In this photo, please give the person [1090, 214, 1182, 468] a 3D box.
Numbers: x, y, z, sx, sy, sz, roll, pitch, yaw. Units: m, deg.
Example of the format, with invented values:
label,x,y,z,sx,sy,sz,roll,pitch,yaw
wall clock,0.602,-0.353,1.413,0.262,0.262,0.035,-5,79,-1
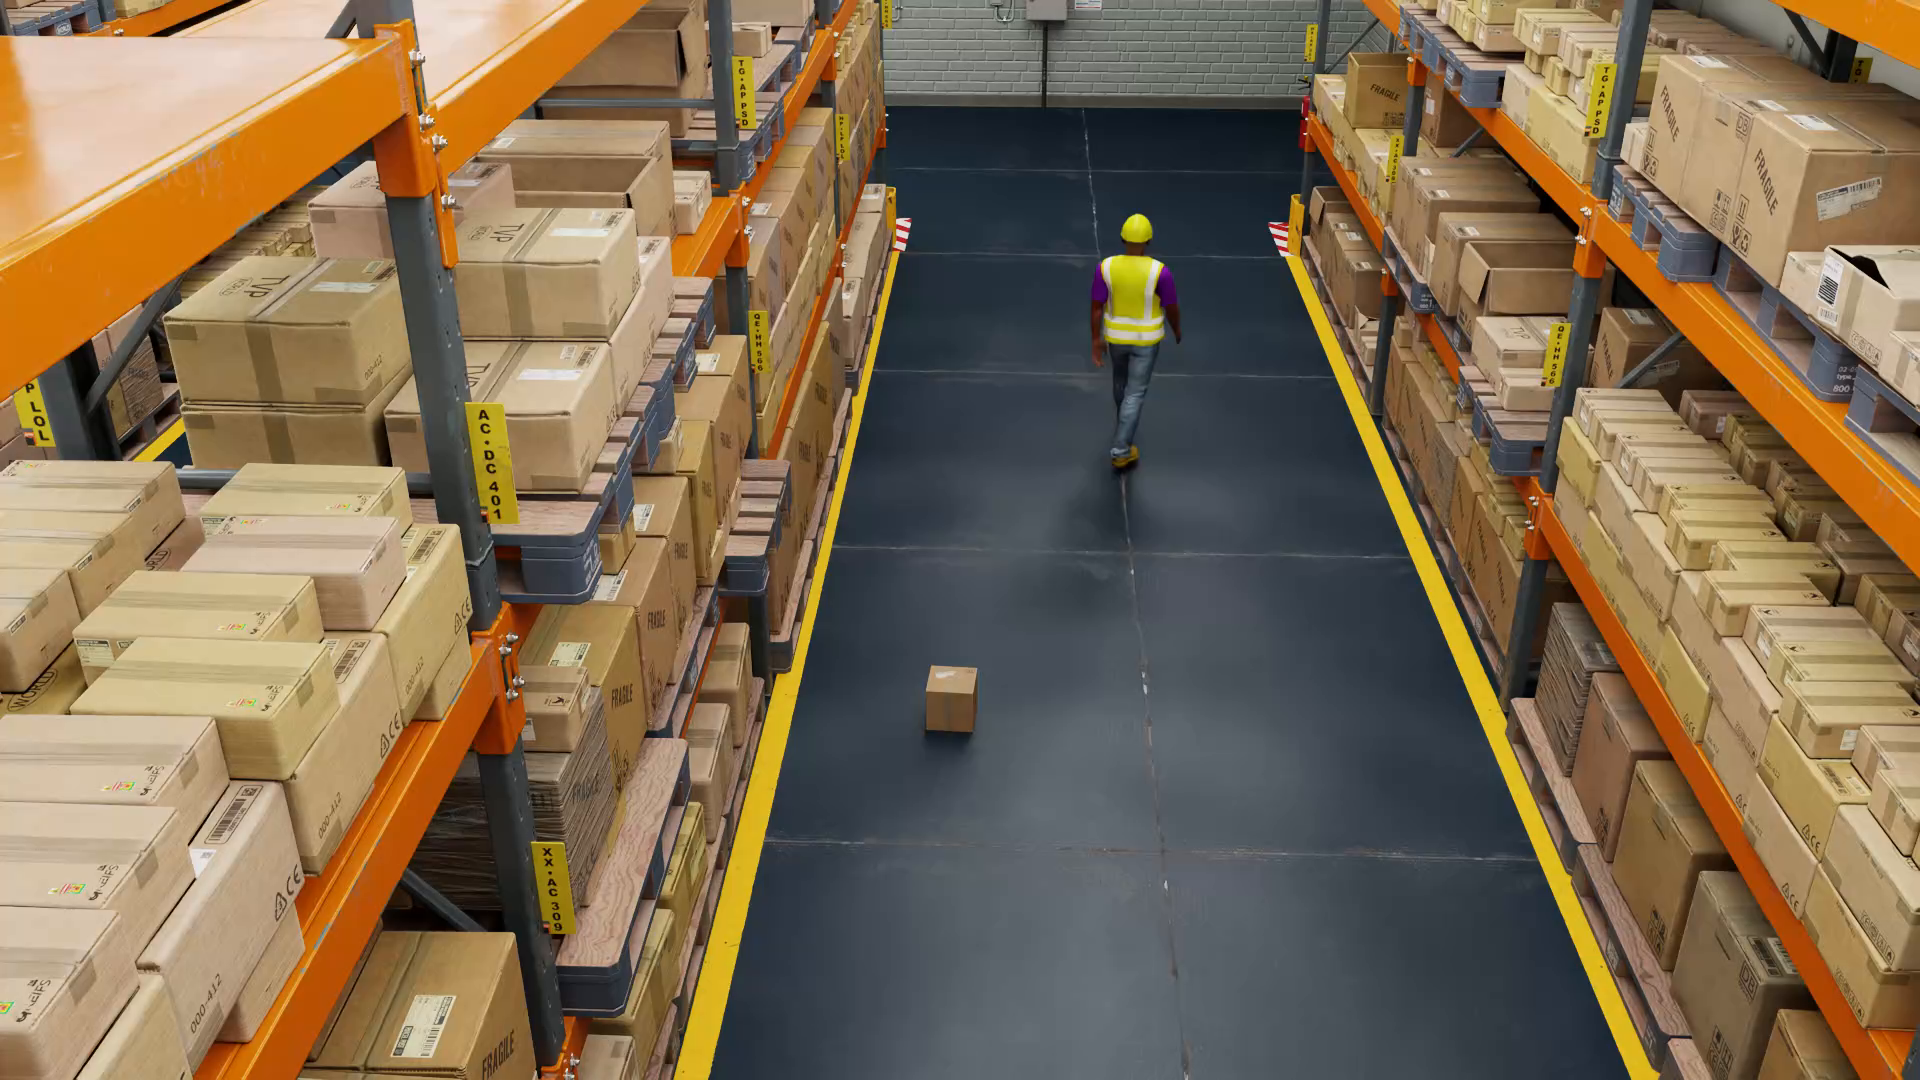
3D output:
label,x,y,z,sx,sy,sz,roll,pitch,yaw
person,1.247,-1.461,11.574,0.580,1.708,1.002,11,30,21
